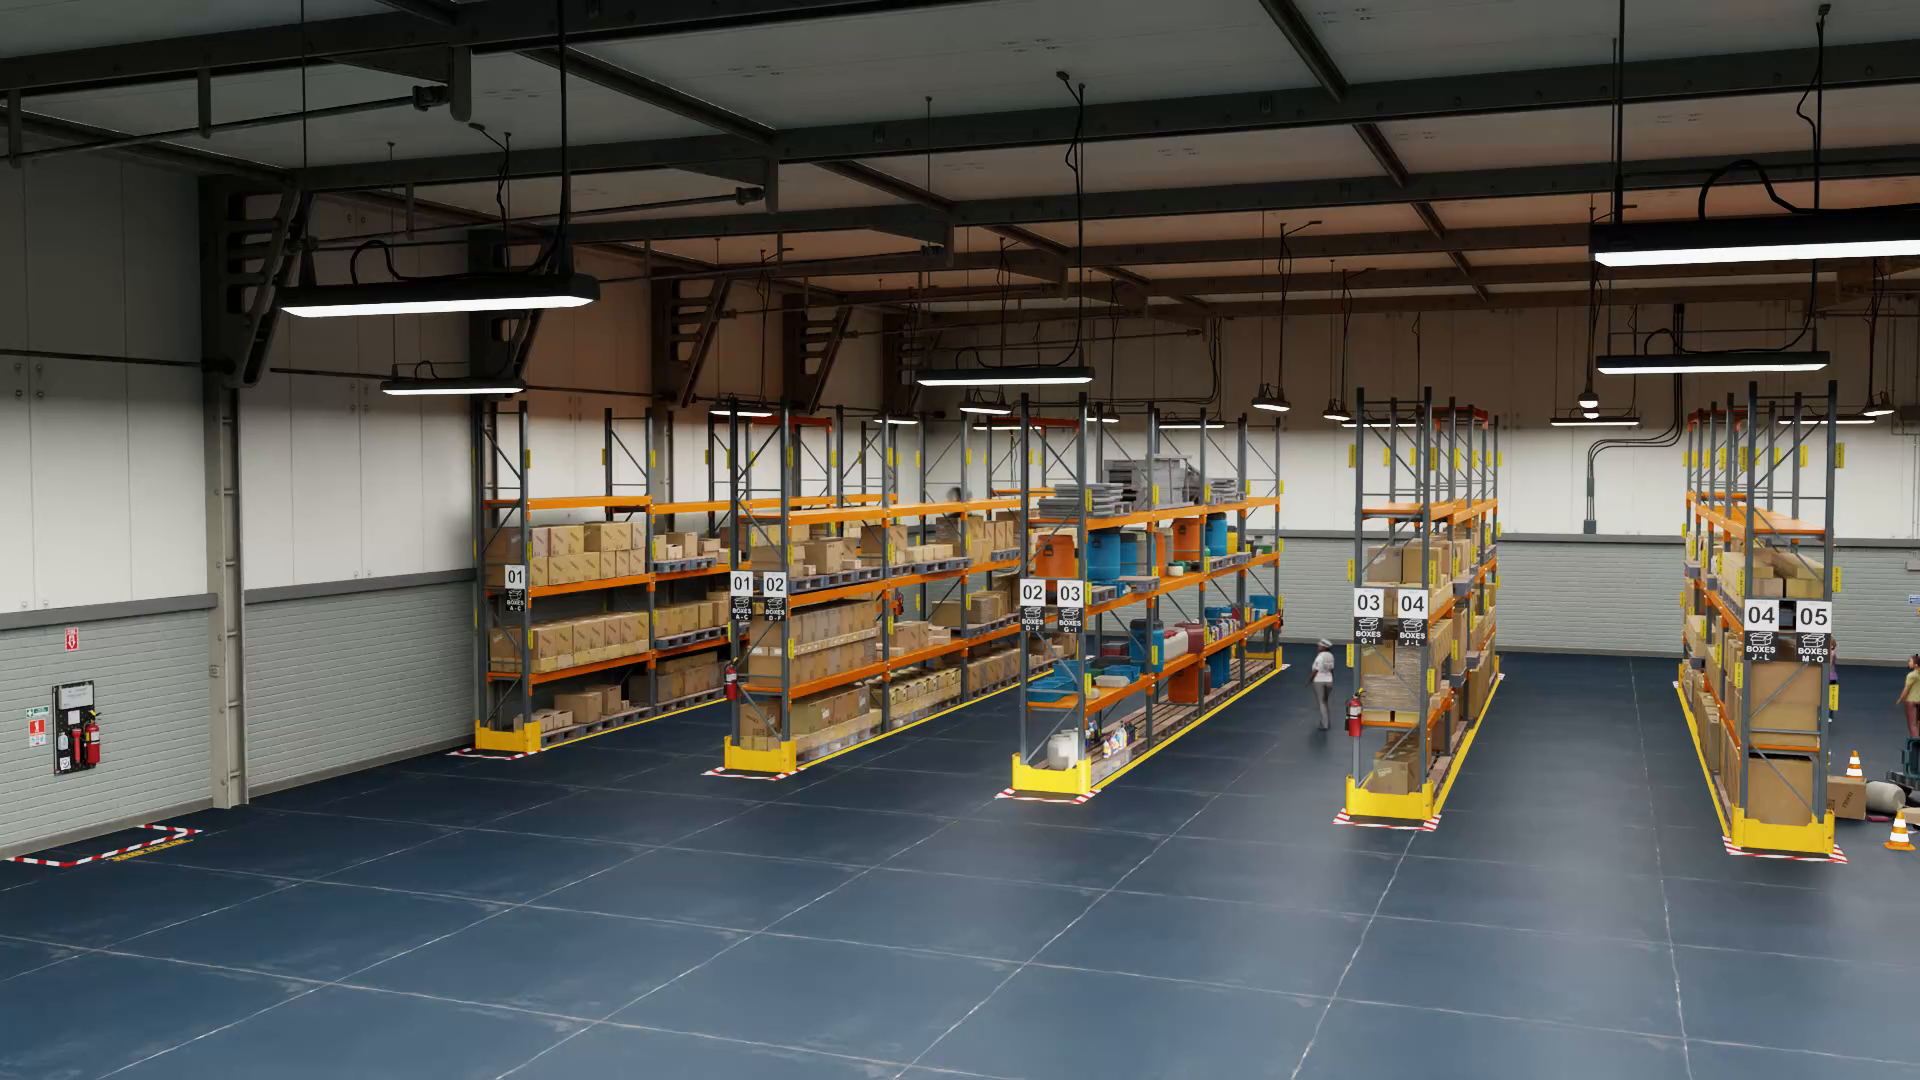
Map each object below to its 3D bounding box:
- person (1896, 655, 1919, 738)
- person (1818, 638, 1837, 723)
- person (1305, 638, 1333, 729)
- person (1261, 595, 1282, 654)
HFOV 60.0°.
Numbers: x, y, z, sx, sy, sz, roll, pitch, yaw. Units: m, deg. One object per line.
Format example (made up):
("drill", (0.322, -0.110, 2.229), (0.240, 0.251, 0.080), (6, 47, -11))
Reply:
("person", (16.191, 2.791, 28.198), (0.528, 1.691, 0.675), (1, 3, 12))
("person", (16.494, 2.680, 31.653), (0.487, 1.629, 0.379), (-2, 4, -41))
("person", (6.679, 2.679, 30.822), (0.533, 1.729, 0.680), (-1, 3, -20))
("person", (7.669, 2.187, 40.955), (0.509, 1.654, 0.336), (0, 3, 8))
